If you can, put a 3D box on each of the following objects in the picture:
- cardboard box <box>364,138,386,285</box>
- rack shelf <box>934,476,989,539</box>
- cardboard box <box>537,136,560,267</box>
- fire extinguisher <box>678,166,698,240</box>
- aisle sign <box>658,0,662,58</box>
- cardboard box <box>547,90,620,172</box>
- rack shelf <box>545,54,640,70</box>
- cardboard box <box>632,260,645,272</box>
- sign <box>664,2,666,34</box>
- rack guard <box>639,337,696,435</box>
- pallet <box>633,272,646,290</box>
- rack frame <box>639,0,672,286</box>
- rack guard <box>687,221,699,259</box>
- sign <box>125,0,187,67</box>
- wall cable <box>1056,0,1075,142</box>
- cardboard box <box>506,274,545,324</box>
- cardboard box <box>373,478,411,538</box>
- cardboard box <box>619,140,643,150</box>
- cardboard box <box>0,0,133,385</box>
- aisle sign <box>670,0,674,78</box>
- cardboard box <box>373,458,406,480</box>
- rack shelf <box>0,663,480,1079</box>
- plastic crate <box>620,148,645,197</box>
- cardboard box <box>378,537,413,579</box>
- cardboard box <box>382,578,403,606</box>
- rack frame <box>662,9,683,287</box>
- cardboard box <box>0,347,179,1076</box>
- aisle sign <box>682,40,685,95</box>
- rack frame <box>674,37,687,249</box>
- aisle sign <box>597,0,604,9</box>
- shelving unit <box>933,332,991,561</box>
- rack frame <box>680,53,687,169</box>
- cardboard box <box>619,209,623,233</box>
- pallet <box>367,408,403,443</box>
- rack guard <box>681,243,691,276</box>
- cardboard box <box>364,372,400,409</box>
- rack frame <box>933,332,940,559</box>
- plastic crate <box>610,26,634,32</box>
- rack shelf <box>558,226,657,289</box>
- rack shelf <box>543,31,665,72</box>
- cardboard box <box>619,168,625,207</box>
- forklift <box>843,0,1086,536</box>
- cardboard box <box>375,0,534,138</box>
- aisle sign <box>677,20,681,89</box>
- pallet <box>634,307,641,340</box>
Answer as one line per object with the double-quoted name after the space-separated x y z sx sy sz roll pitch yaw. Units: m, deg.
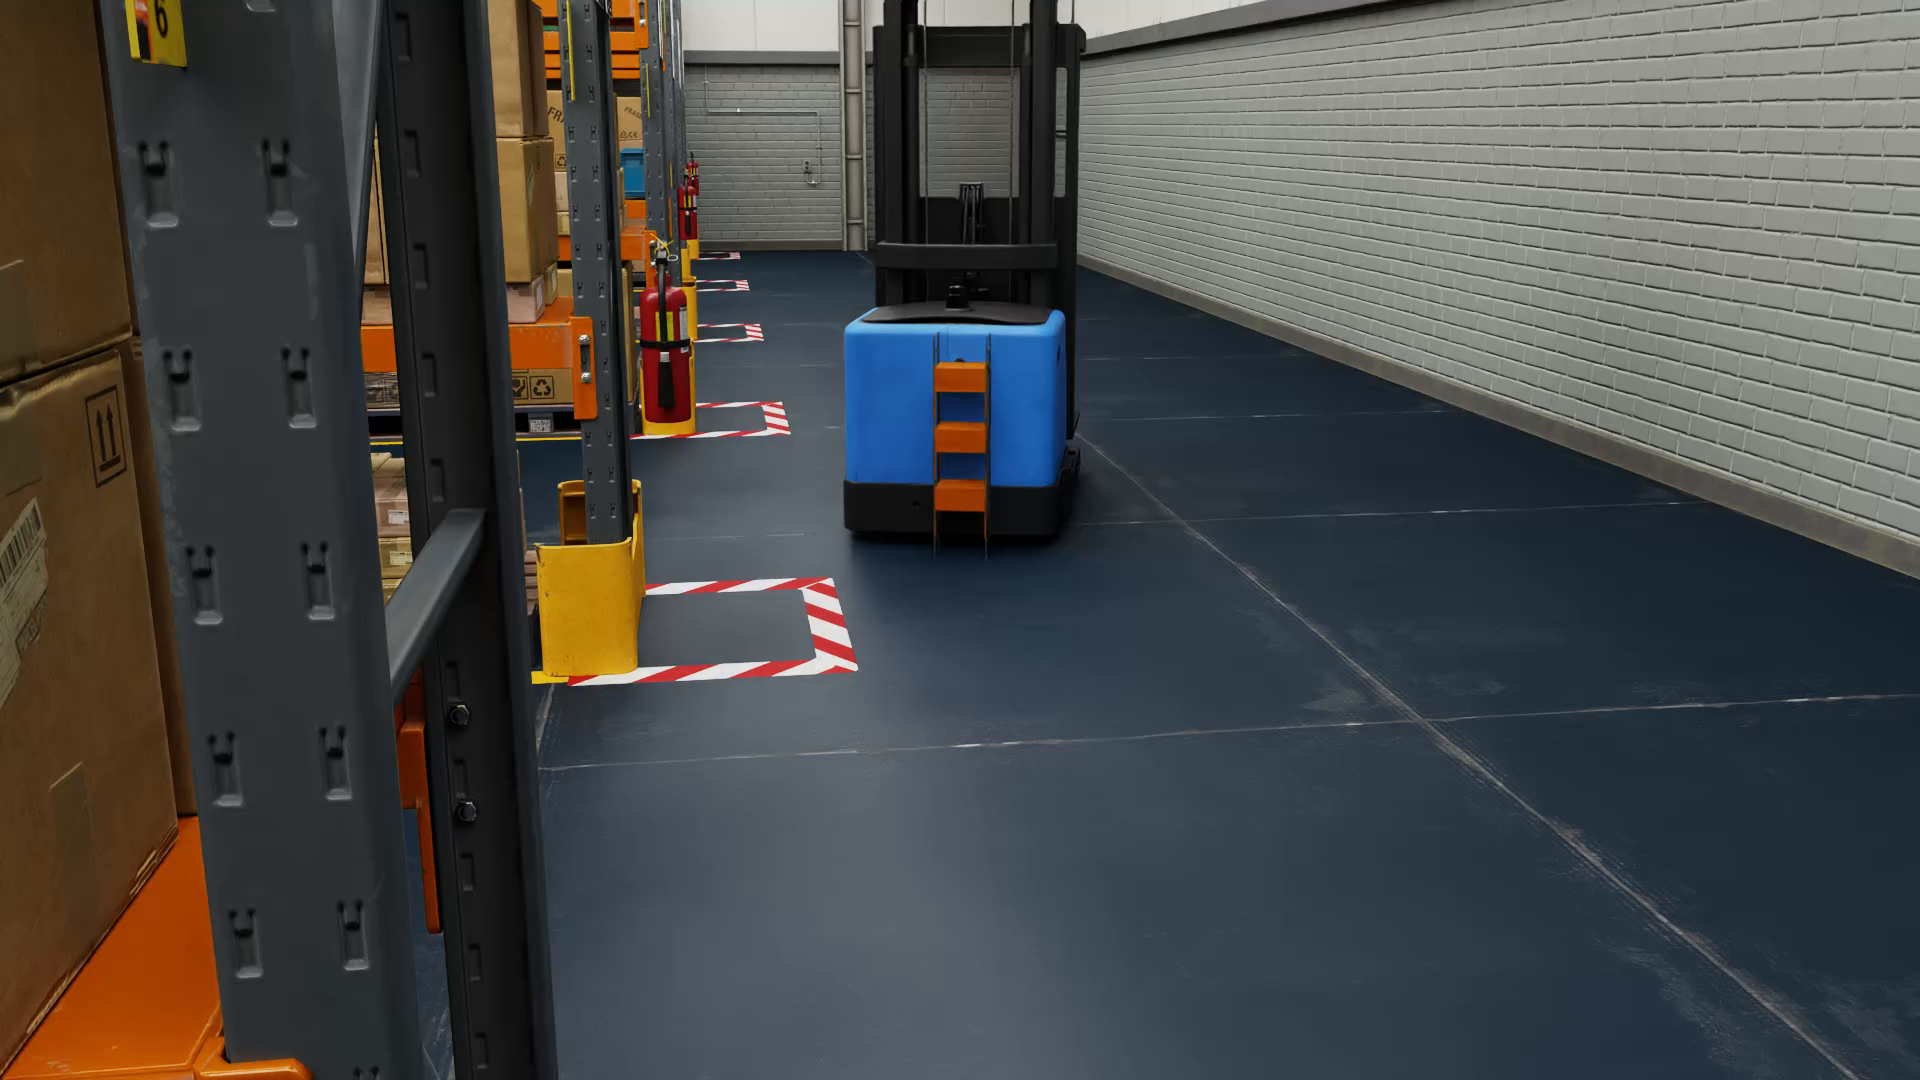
-2.311 -1.189 5.979 0.500 0.500 0.500 -2 14 -9 "cardboard box"
0.010 -0.159 7.883 0.240 0.259 0.215 1 14 6 "rack shelf"
-1.880 -1.335 6.560 0.500 0.500 0.500 -1 14 -6 "cardboard box"
-2.555 -3.158 15.571 0.183 0.674 0.296 -2 14 -8 "fire extinguisher"
-1.918 -3.480 10.587 0.004 0.787 0.394 -2 14 -8 "aisle sign"
-2.476 -2.643 10.749 0.500 0.500 0.500 -2 14 -8 "cardboard box"
-5.483 -5.705 20.116 4.000 0.370 1.077 -2 14 -8 "rack shelf"
-4.007 -3.593 20.618 0.500 0.500 0.500 -2 14 -8 "cardboard box"
-2.674 -4.752 15.053 0.005 0.325 0.100 -2 14 -8 "sign"
-2.010 -1.077 11.488 0.348 0.500 1.175 -2 14 -8 "rack guard"
-4.369 -3.287 20.894 1.213 0.211 1.003 -2 14 -8 "pallet"
-2.034 -2.288 11.180 0.127 3.000 1.000 -2 14 -8 "rack frame"
-4.224 -4.651 25.741 0.348 0.500 1.175 -2 14 -8 "rack guard"
-0.490 -0.450 0.983 0.005 0.325 0.100 -2 14 -8 "sign"
1.399 -7.386 25.555 0.112 2.526 3.097 -2 14 -8 "wall cable"
-1.675 -0.890 6.121 0.250 0.149 0.380 -2 14 -8 "cardboard box"
-2.137 -0.126 6.331 0.250 0.149 0.380 -2 14 -7 "cardboard box"
-3.908 -4.638 20.344 0.500 0.500 0.500 -2 14 -7 "cardboard box"
-0.999 -0.363 1.243 0.500 0.500 0.500 -2 14 -6 "cardboard box"
-2.657 -4.673 15.344 0.004 0.787 0.394 -2 14 -8 "aisle sign"
-2.218 -0.225 6.727 0.250 0.149 0.380 -2 14 -7 "cardboard box"
-2.535 0.517 1.474 4.000 0.370 1.077 -2 14 -8 "rack shelf"
-3.075 -3.469 15.692 0.499 0.435 0.616 -2 14 -8 "plastic crate"
-2.141 0.027 6.332 0.250 0.149 0.380 -2 14 -10 "cardboard box"
-2.123 0.190 6.294 0.250 0.149 0.380 -2 14 -7 "cardboard box"
-2.772 -3.480 15.931 0.127 3.000 1.000 -2 14 -8 "rack frame"
-0.995 0.128 1.339 0.500 0.500 0.500 -2 14 -8 "cardboard box"
-4.132 -7.054 24.839 0.004 0.787 0.394 -2 14 -8 "aisle sign"
-3.506 -4.671 20.682 0.127 3.000 1.000 -2 14 -8 "rack frame"
-1.278 -2.283 5.815 0.004 0.787 0.394 -2 14 -8 "aisle sign"
0.010 -0.439 7.813 0.252 1.050 0.215 1 14 6 "shelving unit"
-4.247 -5.863 25.433 0.127 3.000 1.000 -2 14 -8 "rack frame"
-2.337 -2.074 10.843 0.250 0.149 0.380 -2 14 -7 "cardboard box"
-4.016 -0.845 11.156 1.213 0.211 1.003 -2 14 -8 "pallet"
-3.581 -3.456 20.975 0.348 0.500 1.175 -2 14 -8 "rack guard"
-3.554 -1.386 11.087 0.875 0.875 0.875 -2 14 -8 "cardboard box"
-0.111 -0.442 7.824 0.008 1.050 0.200 1 14 6 "rack frame"
-3.194 -4.924 15.793 0.590 0.269 0.497 -2 14 -8 "plastic crate"
-4.011 -1.867 10.979 4.000 0.370 1.077 -2 14 -8 "rack shelf"
-4.749 -4.513 15.364 4.000 0.370 1.077 -2 14 -8 "rack shelf"
-2.549 -2.407 11.352 0.500 0.250 0.500 -2 14 -10 "cardboard box"
0.115 -1.748 9.169 1.130 2.935 3.031 2 14 6 "forklift"
-1.810 -1.693 5.934 0.500 0.500 0.500 -2 14 -9 "cardboard box"
-3.393 -5.861 20.082 0.004 0.787 0.394 -2 14 -8 "aisle sign"
-3.593 -2.107 16.188 1.213 0.211 1.003 -2 14 -8 "pallet"
